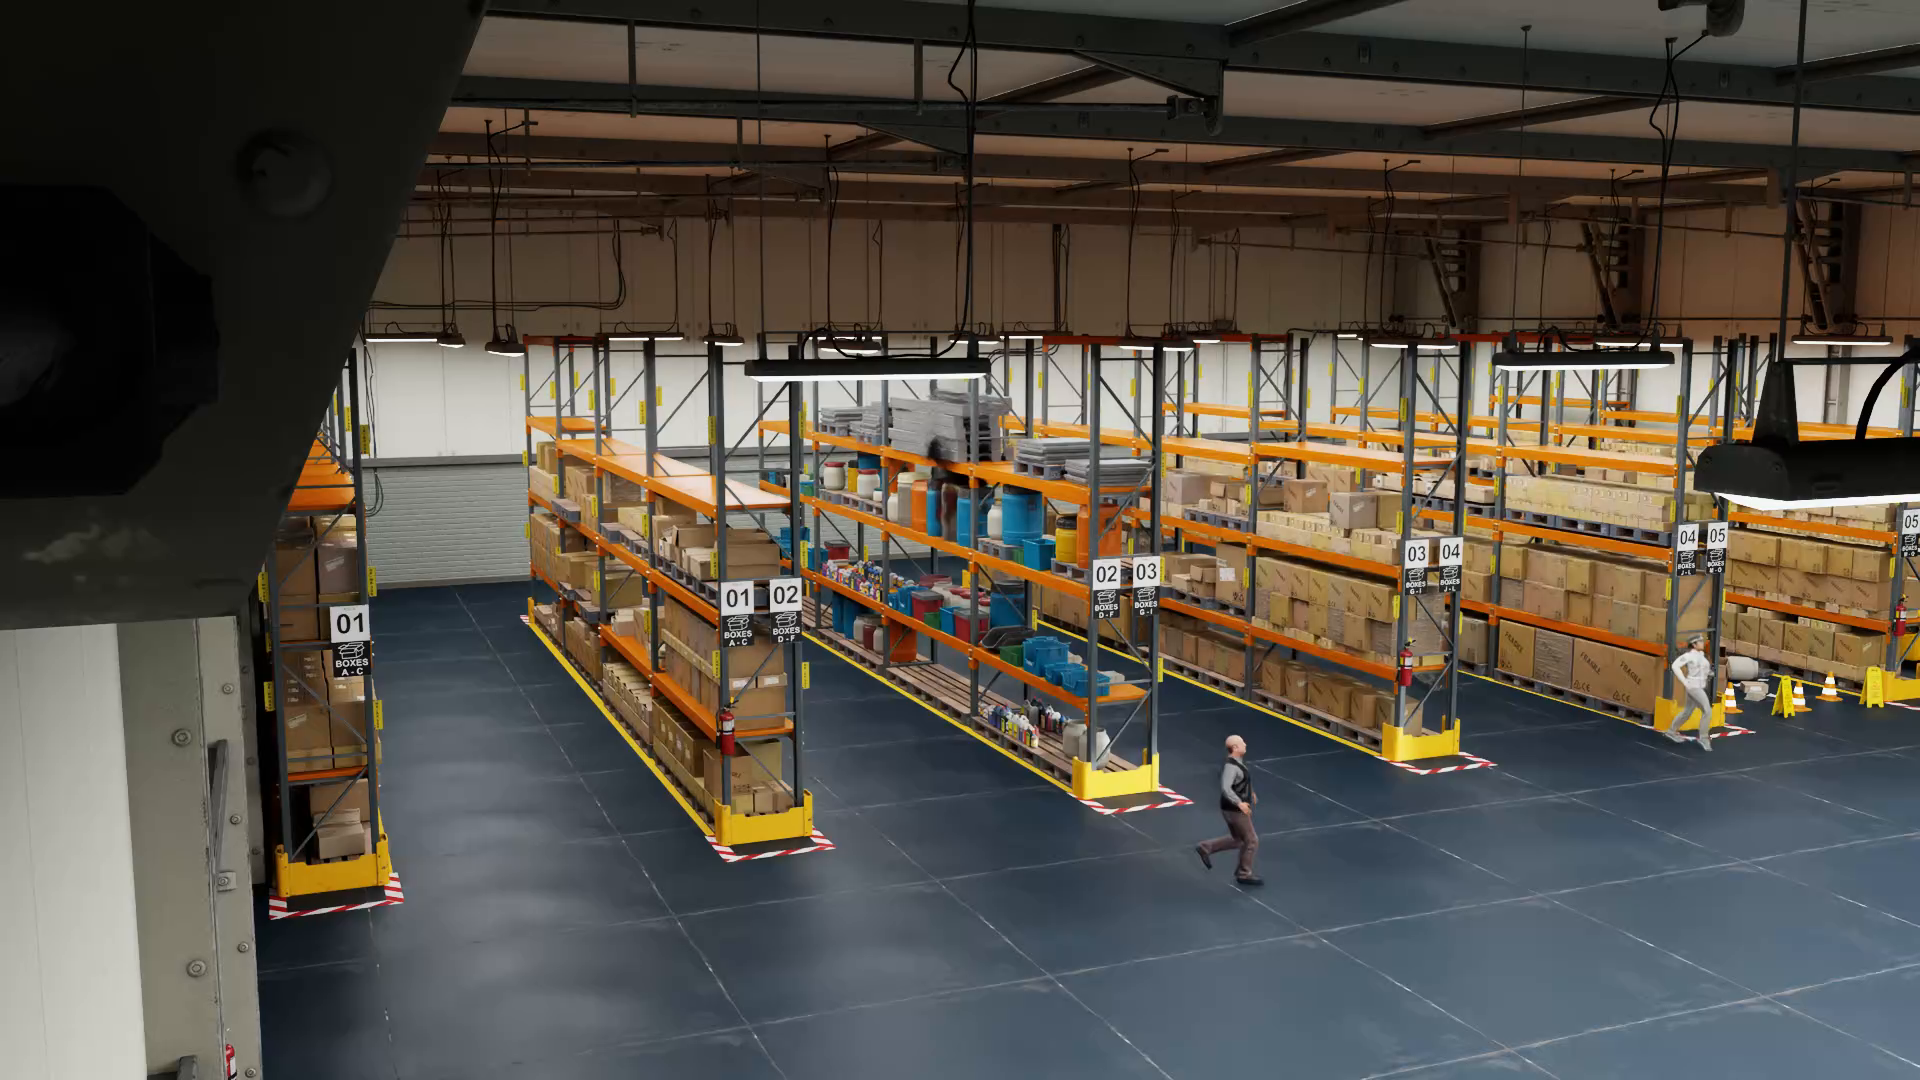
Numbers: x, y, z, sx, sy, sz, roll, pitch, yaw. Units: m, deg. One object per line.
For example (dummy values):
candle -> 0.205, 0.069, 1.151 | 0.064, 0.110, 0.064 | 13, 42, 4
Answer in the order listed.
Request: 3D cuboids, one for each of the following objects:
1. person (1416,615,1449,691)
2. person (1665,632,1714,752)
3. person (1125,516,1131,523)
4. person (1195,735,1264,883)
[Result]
person -> 8.111, 1.708, 28.552 | 0.576, 1.749, 0.732 | -5, 9, -34
person -> 10.875, 2.237, 24.660 | 0.706, 1.763, 0.624 | 5, 9, 31
person -> 4.134, 0.089, 40.827 | 0.633, 1.697, 0.702 | 7, 10, 41
person -> 3.039, 3.020, 18.691 | 0.771, 1.686, 0.695 | 1, 8, 7
